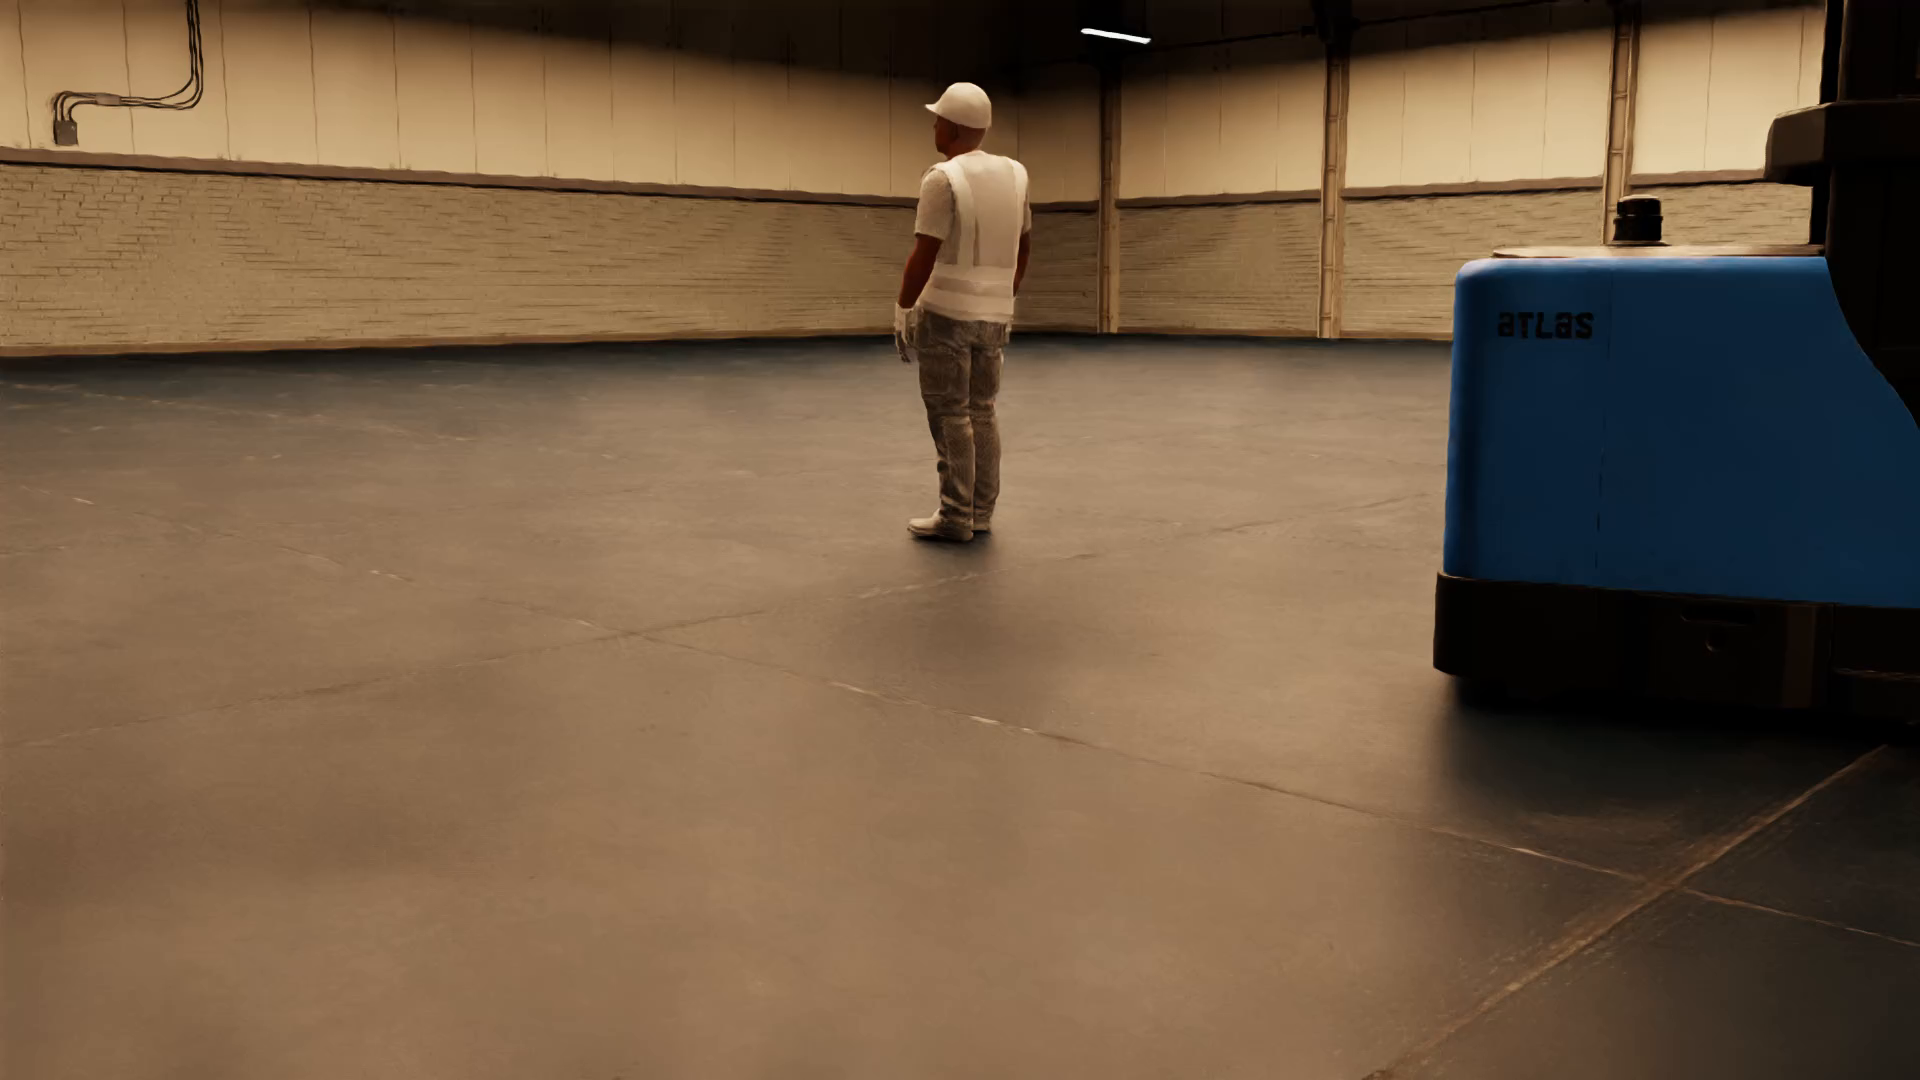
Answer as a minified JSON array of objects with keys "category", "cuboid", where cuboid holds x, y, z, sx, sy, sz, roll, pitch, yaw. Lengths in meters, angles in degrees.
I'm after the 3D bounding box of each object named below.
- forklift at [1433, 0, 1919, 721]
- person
[{"category":"forklift","cuboid":[2.739,-1.031,3.721,3.031,2.935,1.130,4,9,24]},{"category":"person","cuboid":[-0.046,-0.897,6.639,0.576,1.782,0.655,8,12,43]}]
